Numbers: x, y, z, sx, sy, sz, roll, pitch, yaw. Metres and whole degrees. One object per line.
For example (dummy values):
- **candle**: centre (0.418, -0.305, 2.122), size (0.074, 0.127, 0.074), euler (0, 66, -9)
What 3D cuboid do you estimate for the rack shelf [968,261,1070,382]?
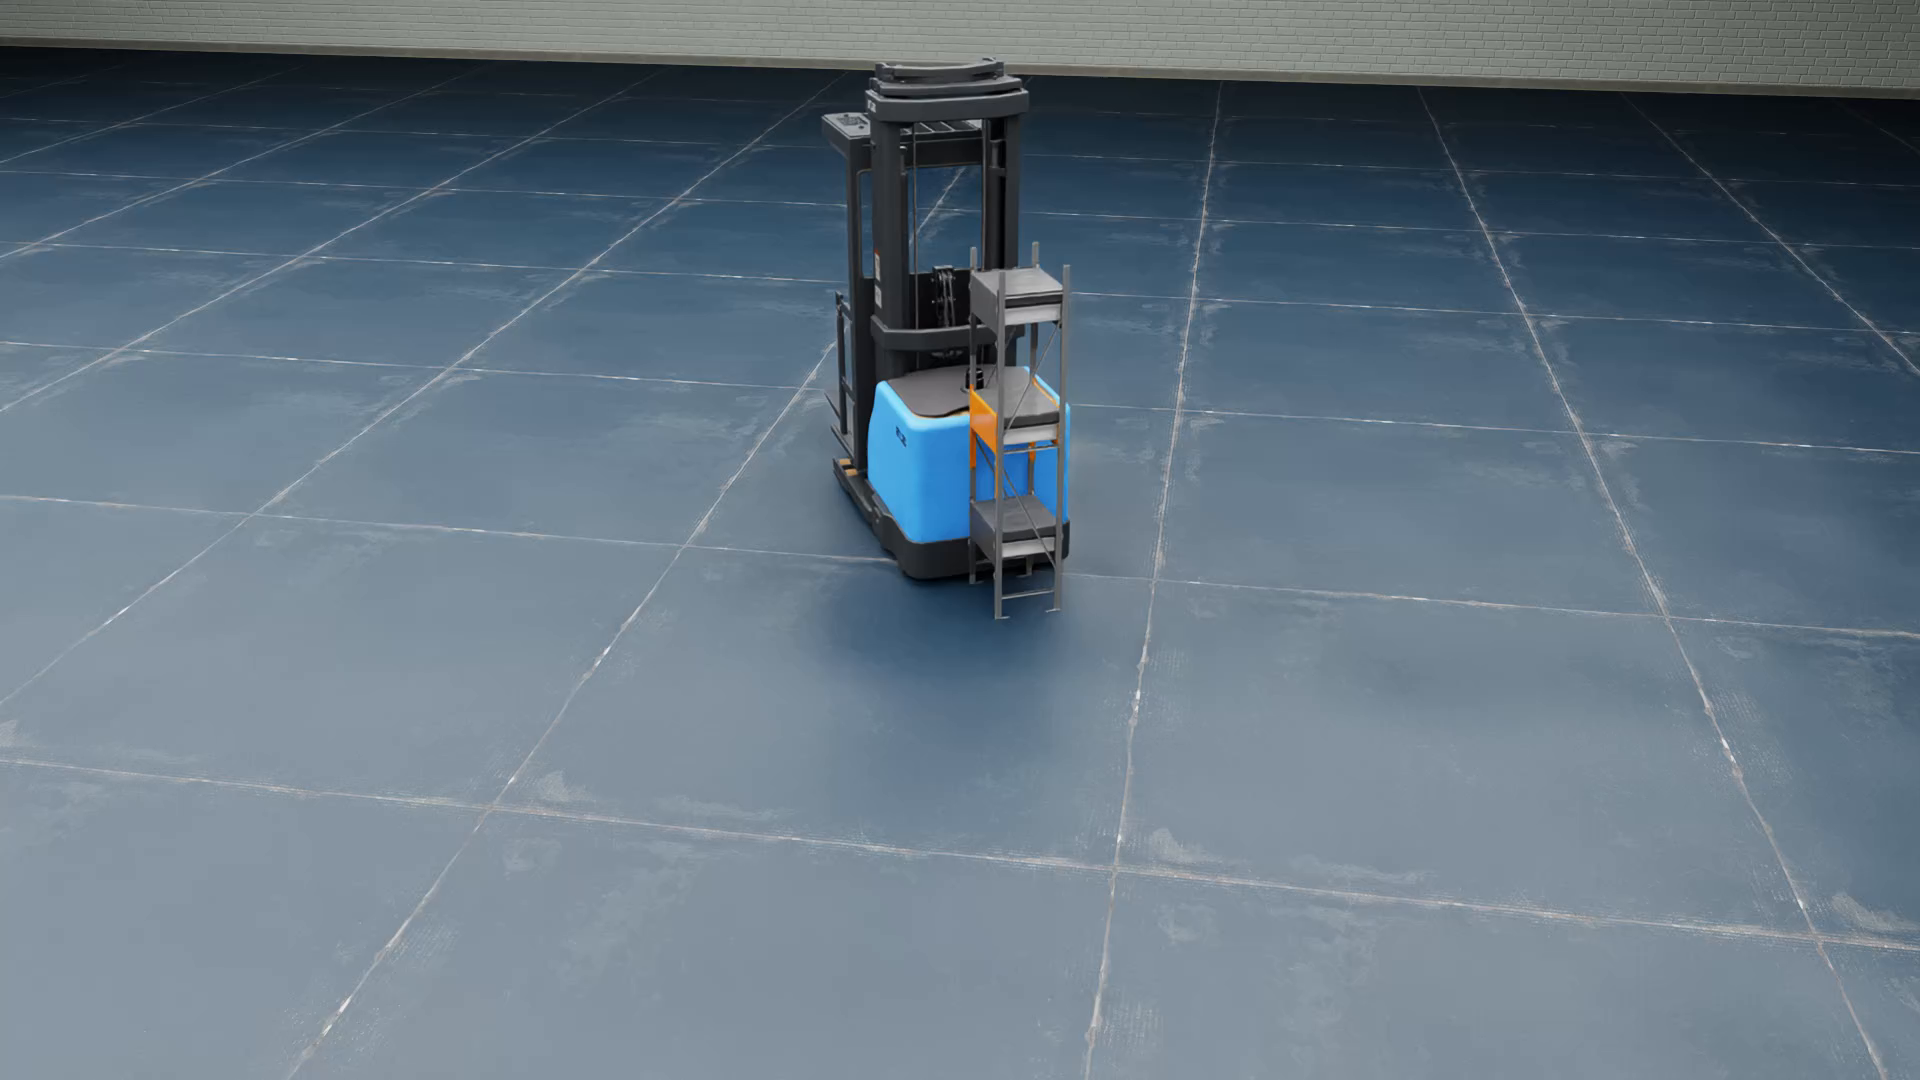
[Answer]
- **rack shelf**: centre (0.325, -1.226, 9.274), size (0.431, 0.518, 0.480), euler (-8, 26, -16)

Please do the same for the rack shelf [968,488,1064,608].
- **rack shelf**: centre (0.325, 0.042, 9.867), size (0.431, 0.518, 0.480), euler (-8, 26, -16)

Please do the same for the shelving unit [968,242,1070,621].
- **shelving unit**: centre (0.325, -0.605, 9.565), size (0.431, 2.100, 0.503), euler (-8, 26, -16)

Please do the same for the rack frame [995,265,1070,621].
- **rack frame**: centre (0.399, -0.506, 9.354), size (0.400, 2.100, 0.015), euler (-8, 26, -16)

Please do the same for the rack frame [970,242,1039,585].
- **rack frame**: centre (0.251, -0.703, 9.775), size (0.400, 2.100, 0.015), euler (-8, 26, -16)

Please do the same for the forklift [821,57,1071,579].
- **forklift**: centre (-0.248, -1.693, 10.910), size (1.130, 2.935, 3.031), euler (-8, 26, -16)

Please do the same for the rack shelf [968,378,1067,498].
- **rack shelf**: centre (0.325, -0.592, 9.571), size (0.431, 0.518, 0.480), euler (-8, 26, -16)
